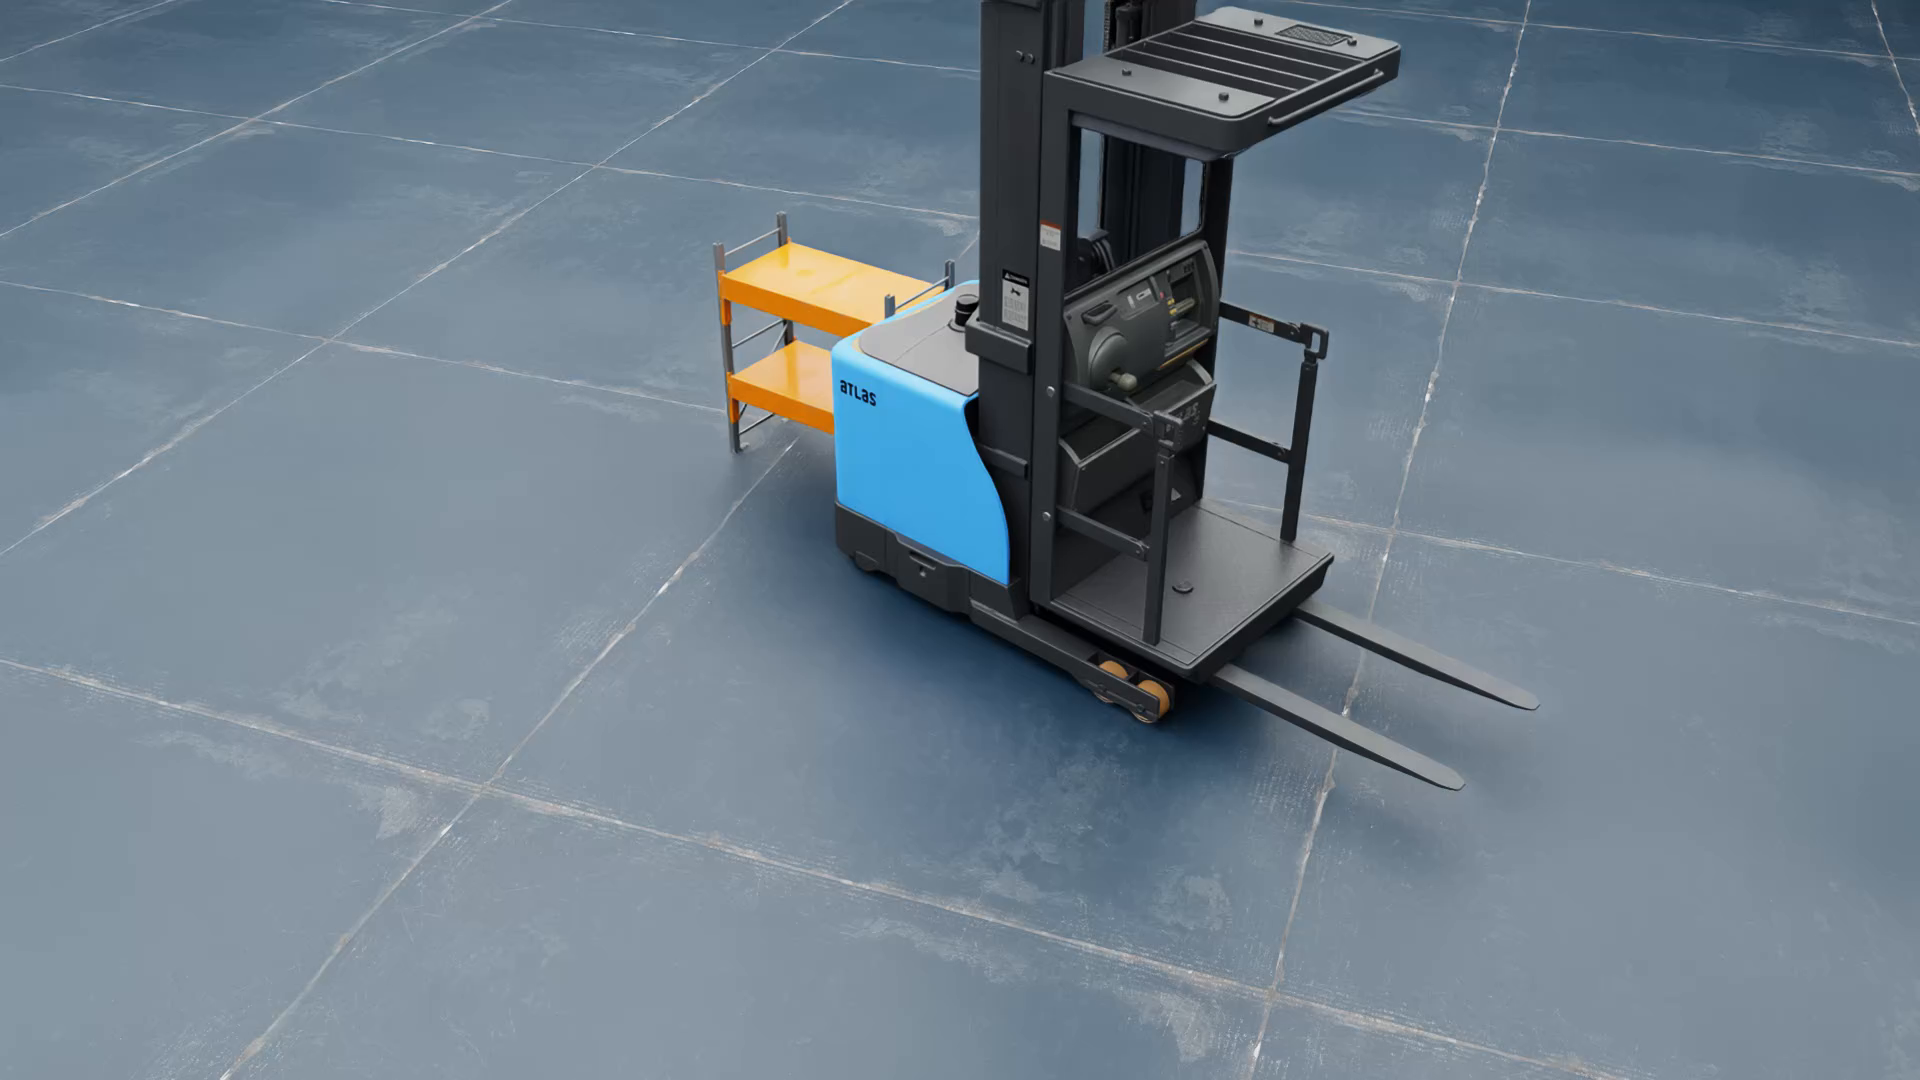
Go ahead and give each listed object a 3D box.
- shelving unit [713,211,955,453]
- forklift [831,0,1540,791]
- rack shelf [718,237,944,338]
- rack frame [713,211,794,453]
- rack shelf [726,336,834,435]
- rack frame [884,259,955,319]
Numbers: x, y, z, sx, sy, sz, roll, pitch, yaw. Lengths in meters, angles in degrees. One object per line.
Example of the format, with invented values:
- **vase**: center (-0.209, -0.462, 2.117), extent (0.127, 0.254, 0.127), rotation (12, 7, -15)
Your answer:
- **shelving unit**: center (-0.594, -0.870, 8.060), extent (1.048, 1.125, 0.538), rotation (21, 38, 29)
- **forklift**: center (0.871, -0.827, 6.328), extent (3.031, 2.935, 1.130), rotation (26, 41, 34)
- **rack shelf**: center (-0.594, -1.115, 7.901), extent (1.000, 0.278, 0.538), rotation (21, 38, 29)
- **rack frame**: center (-1.009, -1.029, 8.307), extent (0.032, 1.125, 0.500), rotation (21, 38, 29)
- **rack shelf**: center (-0.594, -0.664, 8.192), extent (1.000, 0.278, 0.538), rotation (21, 38, 29)
- **rack frame**: center (-0.180, -0.710, 7.813), extent (0.032, 1.125, 0.500), rotation (21, 38, 29)
